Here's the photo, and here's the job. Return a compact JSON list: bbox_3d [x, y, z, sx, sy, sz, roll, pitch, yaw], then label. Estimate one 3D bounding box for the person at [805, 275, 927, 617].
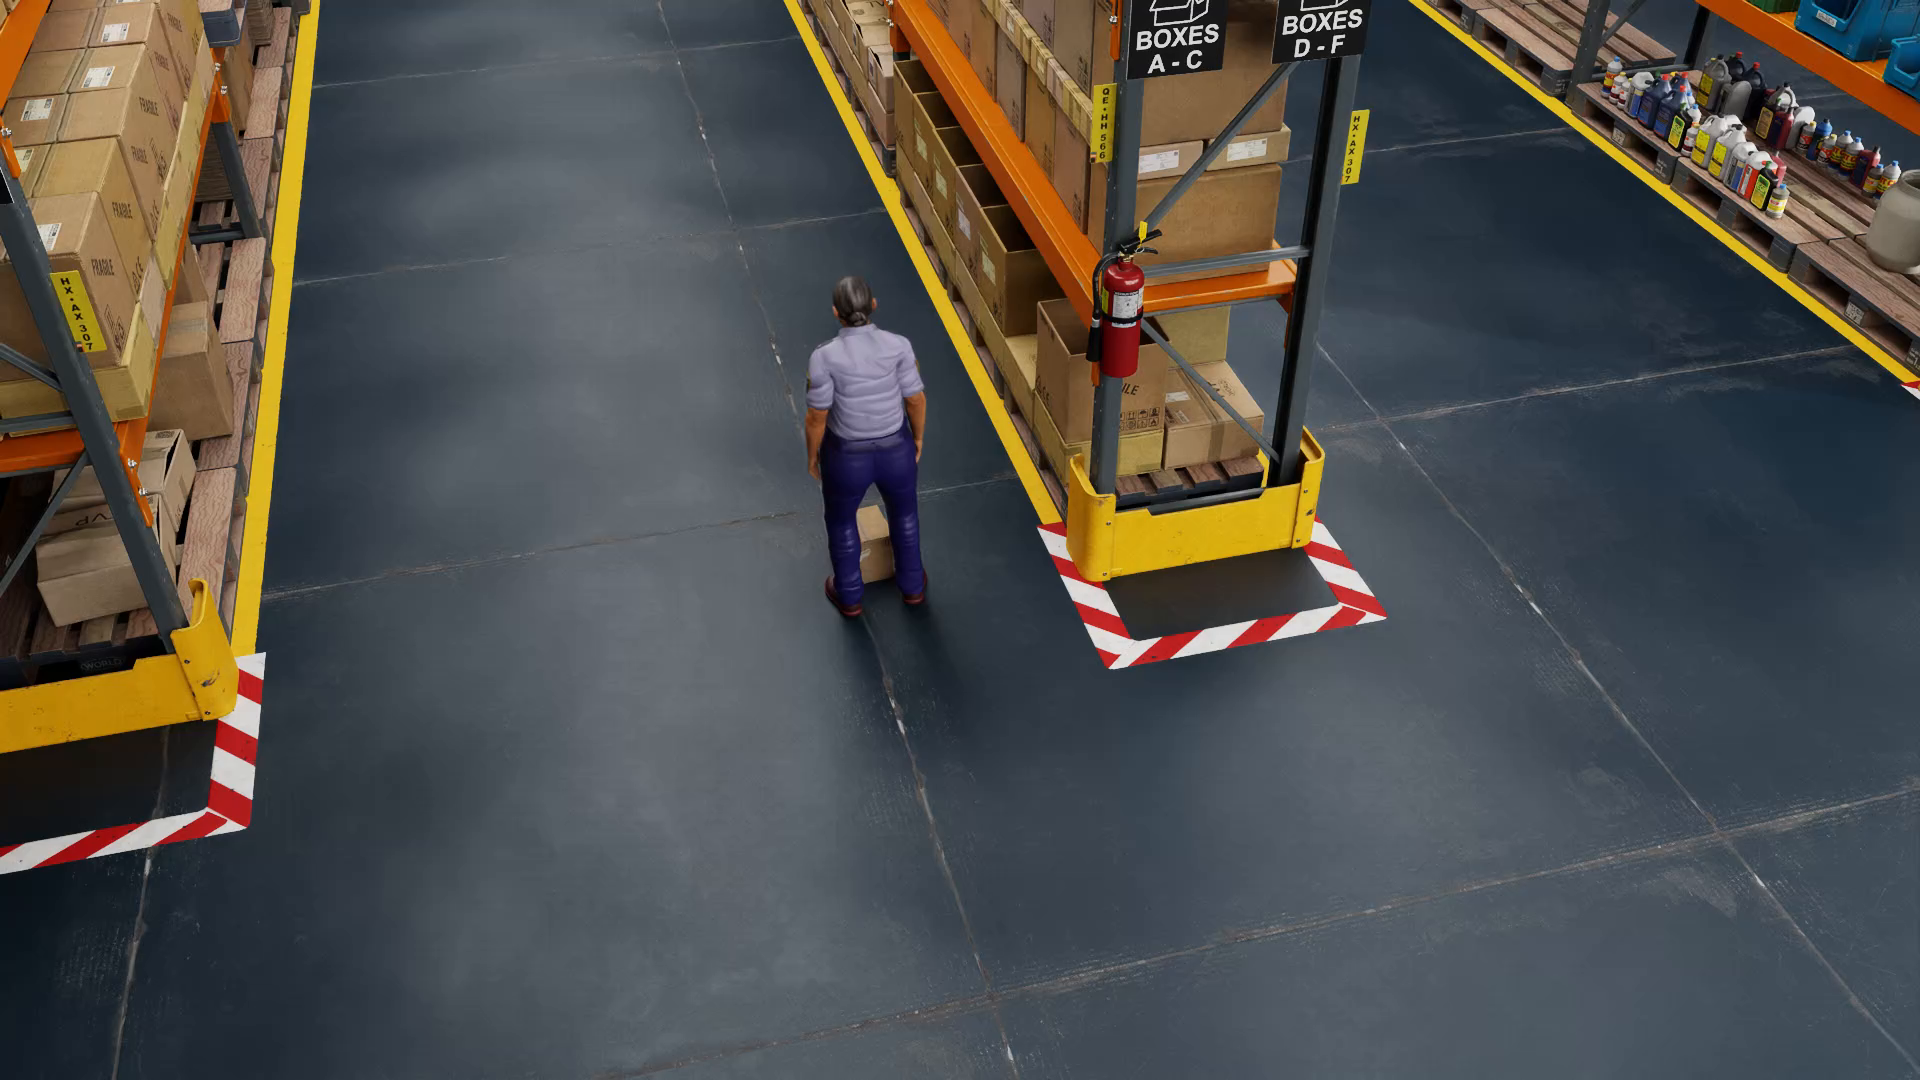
[{"bbox_3d":[-0.398,-0.385,7.205,0.541,1.652,0.345,-10,39,-12],"label":"person"}]
